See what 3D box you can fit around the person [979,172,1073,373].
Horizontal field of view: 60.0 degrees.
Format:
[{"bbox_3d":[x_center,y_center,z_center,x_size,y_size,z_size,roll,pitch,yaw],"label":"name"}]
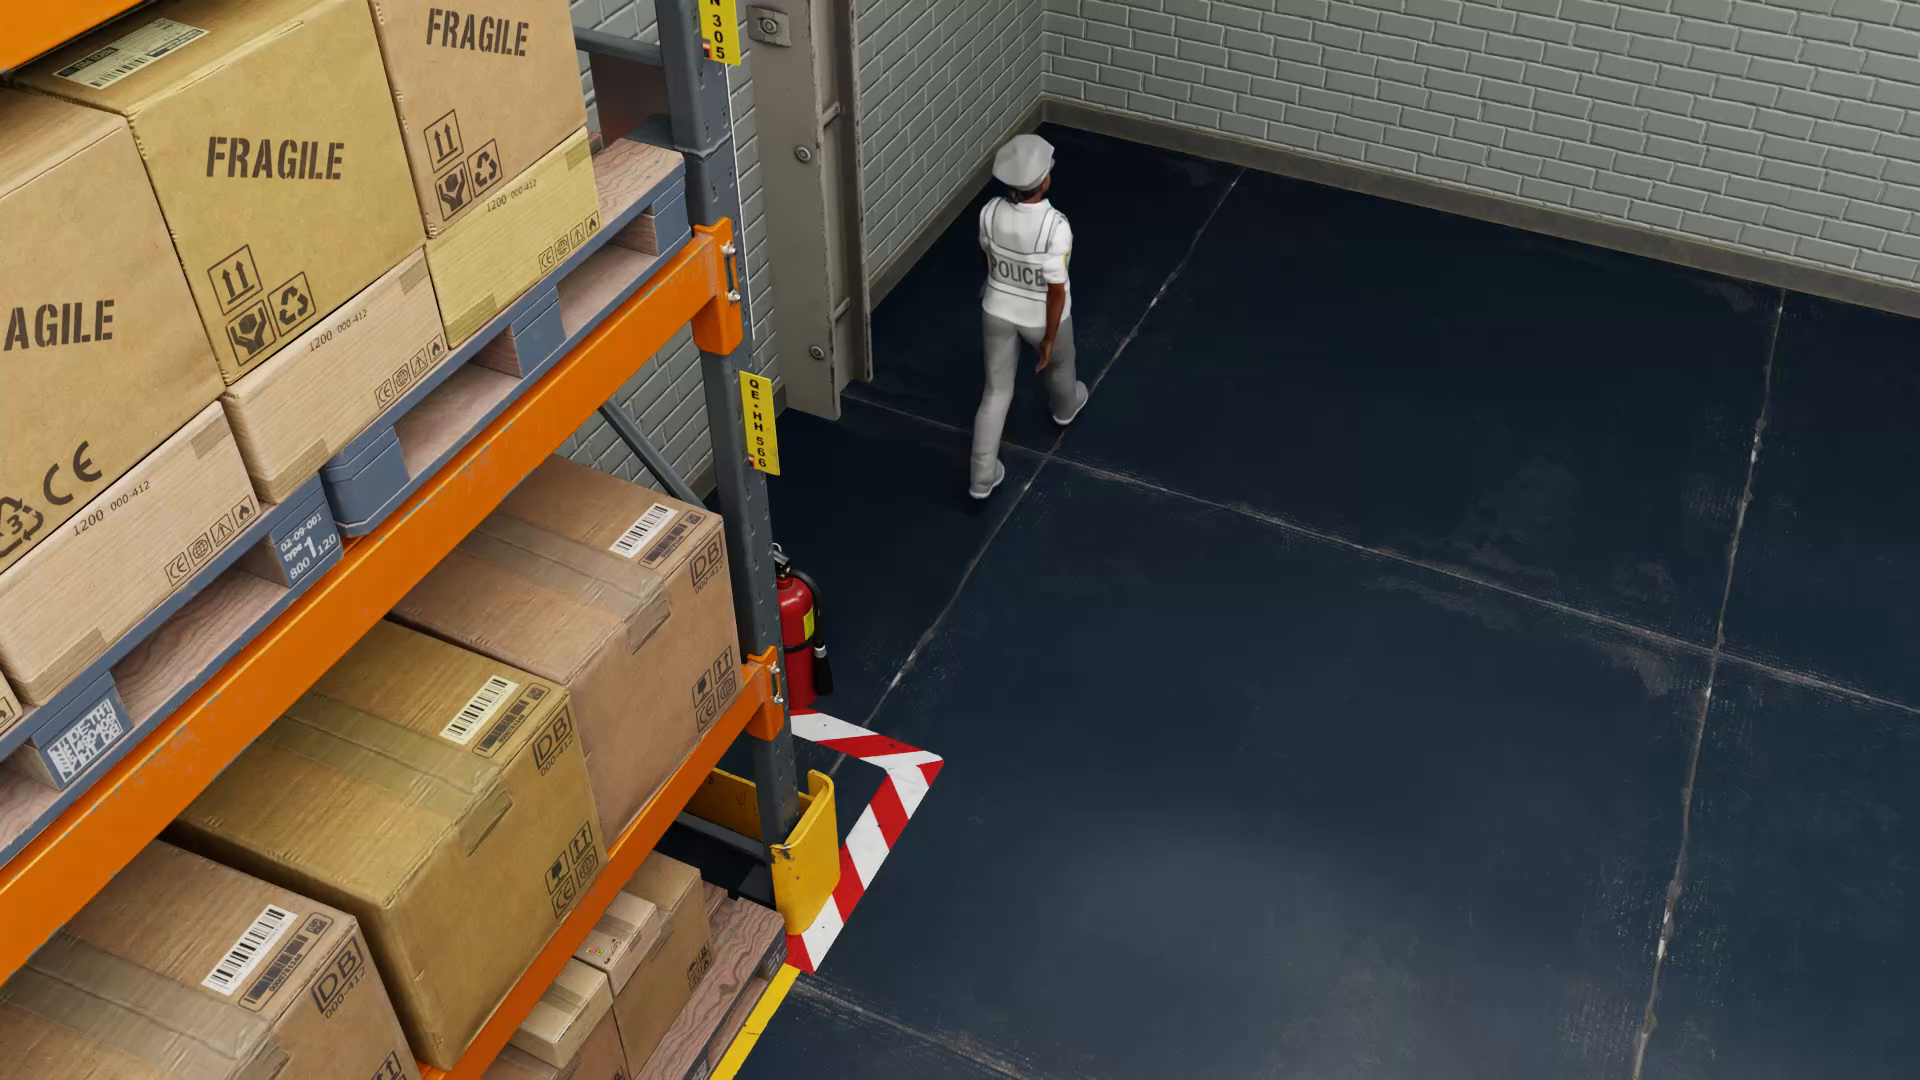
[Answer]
[{"bbox_3d":[0.297,-1.260,7.090,0.450,0.985,0.469,15,44,16],"label":"person"}]
